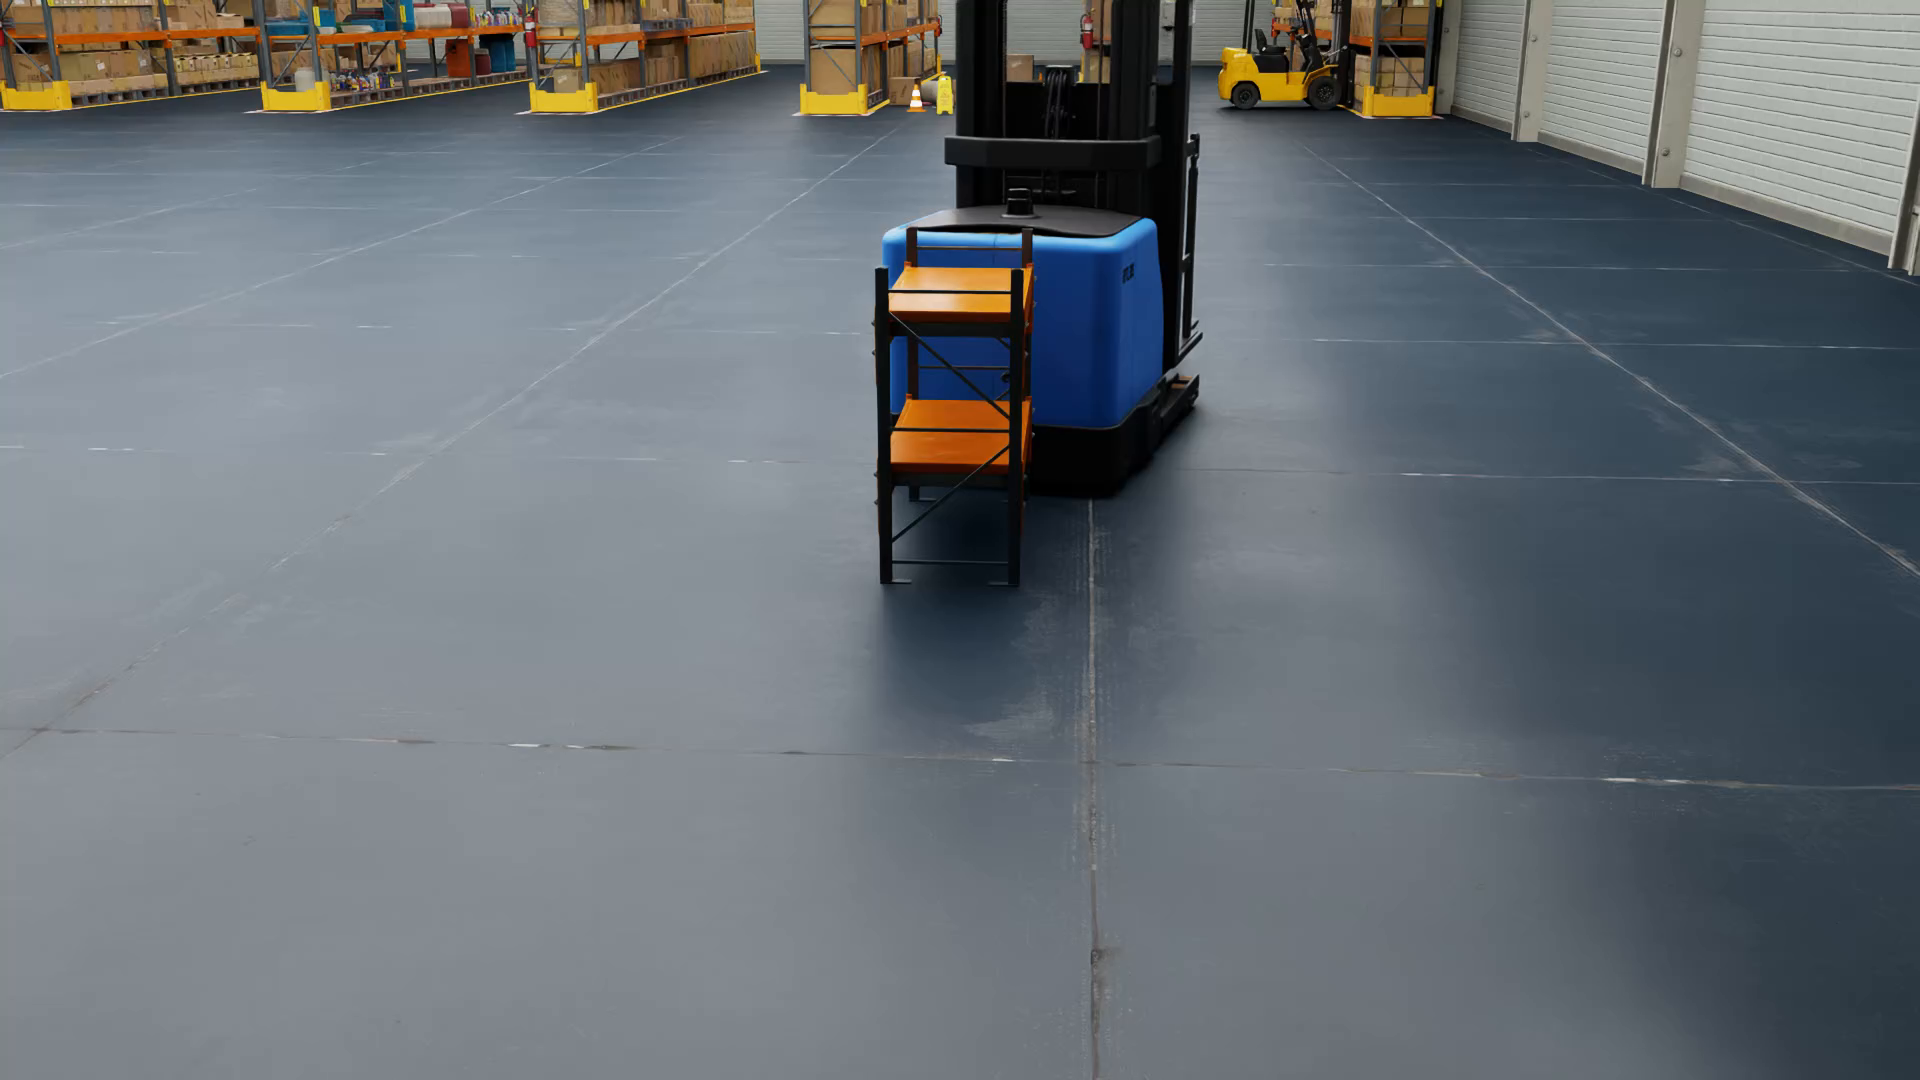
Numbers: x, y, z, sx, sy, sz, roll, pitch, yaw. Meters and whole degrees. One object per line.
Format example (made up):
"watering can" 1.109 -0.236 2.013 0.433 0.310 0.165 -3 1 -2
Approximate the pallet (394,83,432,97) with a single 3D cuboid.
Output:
"pallet" -11.821 -9.467 34.975 1.003 0.211 1.213 1 18 4

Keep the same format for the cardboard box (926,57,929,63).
"cardboard box" -0.983 -12.273 42.488 0.380 0.149 0.250 1 18 3

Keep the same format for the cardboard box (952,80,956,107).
"cardboard box" 0.300 -8.389 31.216 0.797 0.503 0.637 -13 22 -34

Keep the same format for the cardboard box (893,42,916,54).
"cardboard box" -1.296 -11.424 38.607 0.500 0.250 0.500 1 18 4

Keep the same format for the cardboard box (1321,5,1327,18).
"cardboard box" 7.856 -11.064 34.810 0.500 0.250 0.500 1 18 3

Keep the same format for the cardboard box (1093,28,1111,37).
"cardboard box" 2.513 -8.974 29.398 0.380 0.149 0.250 2 18 6

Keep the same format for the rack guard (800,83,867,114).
"rack guard" -2.247 -7.857 29.598 1.175 0.500 0.348 1 18 4

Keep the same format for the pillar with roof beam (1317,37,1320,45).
"pillar with roof beam" 5.596 -17.597 45.674 9.100 9.000 0.400 1 18 4

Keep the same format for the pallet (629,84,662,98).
"pallet" -6.844 -9.353 34.628 1.003 0.211 1.213 1 18 4

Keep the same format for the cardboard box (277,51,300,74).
"cardboard box" -16.101 -11.376 39.630 0.500 0.500 0.500 1 18 3

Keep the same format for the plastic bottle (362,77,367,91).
"plastic bottle" -11.653 -8.911 32.475 0.097 0.271 0.097 0 18 0

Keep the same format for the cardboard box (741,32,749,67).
"cardboard box" -6.069 -12.870 43.621 0.875 0.875 0.875 1 18 4

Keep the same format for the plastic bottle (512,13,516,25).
"plastic bottle" -10.942 -12.774 40.776 0.061 0.283 0.133 1 18 4

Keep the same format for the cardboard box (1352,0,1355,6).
"cardboard box" 7.533 -10.050 31.074 0.380 0.149 0.250 1 18 3

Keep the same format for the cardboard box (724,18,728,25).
"cardboard box" -5.972 -12.886 41.336 0.380 0.149 0.250 1 18 4

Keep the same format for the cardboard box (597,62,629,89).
"cardboard box" -6.967 -9.325 33.404 0.500 0.500 0.500 1 18 2

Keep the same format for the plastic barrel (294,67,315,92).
"plastic barrel" -12.154 -8.528 30.953 0.421 0.512 0.421 0 18 0

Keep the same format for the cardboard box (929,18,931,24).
"cardboard box" -0.941 -13.479 43.144 0.380 0.149 0.250 0 18 1

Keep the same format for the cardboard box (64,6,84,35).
"cardboard box" -16.986 -9.772 31.267 0.700 0.500 0.500 2 18 5

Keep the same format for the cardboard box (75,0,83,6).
"cardboard box" -16.767 -10.127 31.310 0.380 0.149 0.250 1 18 3

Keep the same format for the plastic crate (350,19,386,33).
"plastic crate" -11.647 -10.127 32.749 0.499 0.251 0.616 1 18 4

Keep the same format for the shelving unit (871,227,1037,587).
"shelving unit" 0.000 -0.537 6.254 0.538 1.125 1.048 1 18 4

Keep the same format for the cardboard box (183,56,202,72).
"cardboard box" -16.459 -10.096 35.259 0.500 0.311 0.500 1 18 3

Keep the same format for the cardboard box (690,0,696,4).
"cardboard box" -6.493 -12.632 38.385 0.797 0.503 0.637 2 18 5

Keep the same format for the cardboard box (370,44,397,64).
"cardboard box" -15.712 -13.233 45.297 0.500 0.500 0.500 1 18 4

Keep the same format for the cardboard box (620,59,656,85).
"cardboard box" -6.780 -9.796 34.808 0.700 0.500 0.500 1 18 4

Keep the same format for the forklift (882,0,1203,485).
"forklift" 0.591 -2.041 7.945 1.130 2.935 3.031 6 19 17

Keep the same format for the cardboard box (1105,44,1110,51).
"cardboard box" 3.406 -10.860 37.487 0.875 0.875 0.875 1 18 3

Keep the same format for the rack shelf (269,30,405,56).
"rack shelf" -11.982 -9.584 32.010 1.077 0.370 4.000 1 18 4

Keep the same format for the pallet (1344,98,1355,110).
"pallet" 7.754 -8.155 30.970 1.003 0.211 1.213 1 18 4

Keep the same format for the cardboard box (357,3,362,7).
"cardboard box" -15.825 -13.657 43.126 0.500 0.500 0.500 1 18 4

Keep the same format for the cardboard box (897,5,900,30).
"cardboard box" -1.541 -10.969 34.920 0.500 0.500 0.500 2 18 5

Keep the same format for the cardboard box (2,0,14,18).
"cardboard box" -21.470 -11.947 37.198 0.700 0.500 0.500 0 18 -1

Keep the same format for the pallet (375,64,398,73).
"pallet" -15.980 -12.789 45.115 1.003 0.211 1.213 1 18 4

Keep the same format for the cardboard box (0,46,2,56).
"cardboard box" -21.568 -10.828 36.754 0.500 0.250 0.500 1 18 4

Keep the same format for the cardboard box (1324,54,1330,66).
"cardboard box" 8.079 -9.813 34.694 0.875 0.625 0.625 1 18 2

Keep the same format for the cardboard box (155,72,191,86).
"cardboard box" -16.503 -9.671 34.863 0.500 0.250 0.500 1 18 3

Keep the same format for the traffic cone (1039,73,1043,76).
"traffic cone" 1.679 -9.426 34.447 0.336 0.463 0.334 1 18 4

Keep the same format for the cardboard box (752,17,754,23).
"cardboard box" -5.735 -13.926 44.509 0.380 0.149 0.250 2 18 5

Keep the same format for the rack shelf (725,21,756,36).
"rack shelf" -6.181 -13.200 43.047 1.077 0.370 4.000 1 18 4

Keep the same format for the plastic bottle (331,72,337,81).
"plastic bottle" -12.354 -9.065 32.819 0.144 0.351 0.185 1 18 3

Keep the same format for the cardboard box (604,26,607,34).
"cardboard box" -6.844 -9.546 31.143 0.380 0.149 0.250 1 18 4

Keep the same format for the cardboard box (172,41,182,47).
"cardboard box" -20.747 -13.067 43.783 0.380 0.149 0.250 1 18 2

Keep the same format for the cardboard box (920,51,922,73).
"cardboard box" -1.186 -11.555 40.210 0.500 0.500 0.500 1 18 3

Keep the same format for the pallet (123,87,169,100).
"pallet" -16.877 -9.088 33.818 1.003 0.211 1.213 1 18 4

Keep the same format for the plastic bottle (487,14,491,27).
"plastic bottle" -11.070 -12.219 39.083 0.061 0.283 0.133 1 18 4

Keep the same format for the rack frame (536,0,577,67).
"rack frame" -10.978 -14.274 45.168 1.000 3.000 0.127 1 18 4

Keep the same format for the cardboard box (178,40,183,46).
"cardboard box" -21.072 -13.325 44.569 0.380 0.149 0.250 2 18 5

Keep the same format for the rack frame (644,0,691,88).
"rack frame" -6.611 -11.679 37.247 1.000 3.000 0.127 1 18 4

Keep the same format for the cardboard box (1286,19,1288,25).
"cardboard box" 8.310 -12.899 41.375 0.380 0.149 0.250 1 18 3

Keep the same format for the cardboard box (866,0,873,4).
"cardboard box" -2.057 -10.095 30.438 0.875 0.550 0.550 1 18 4
